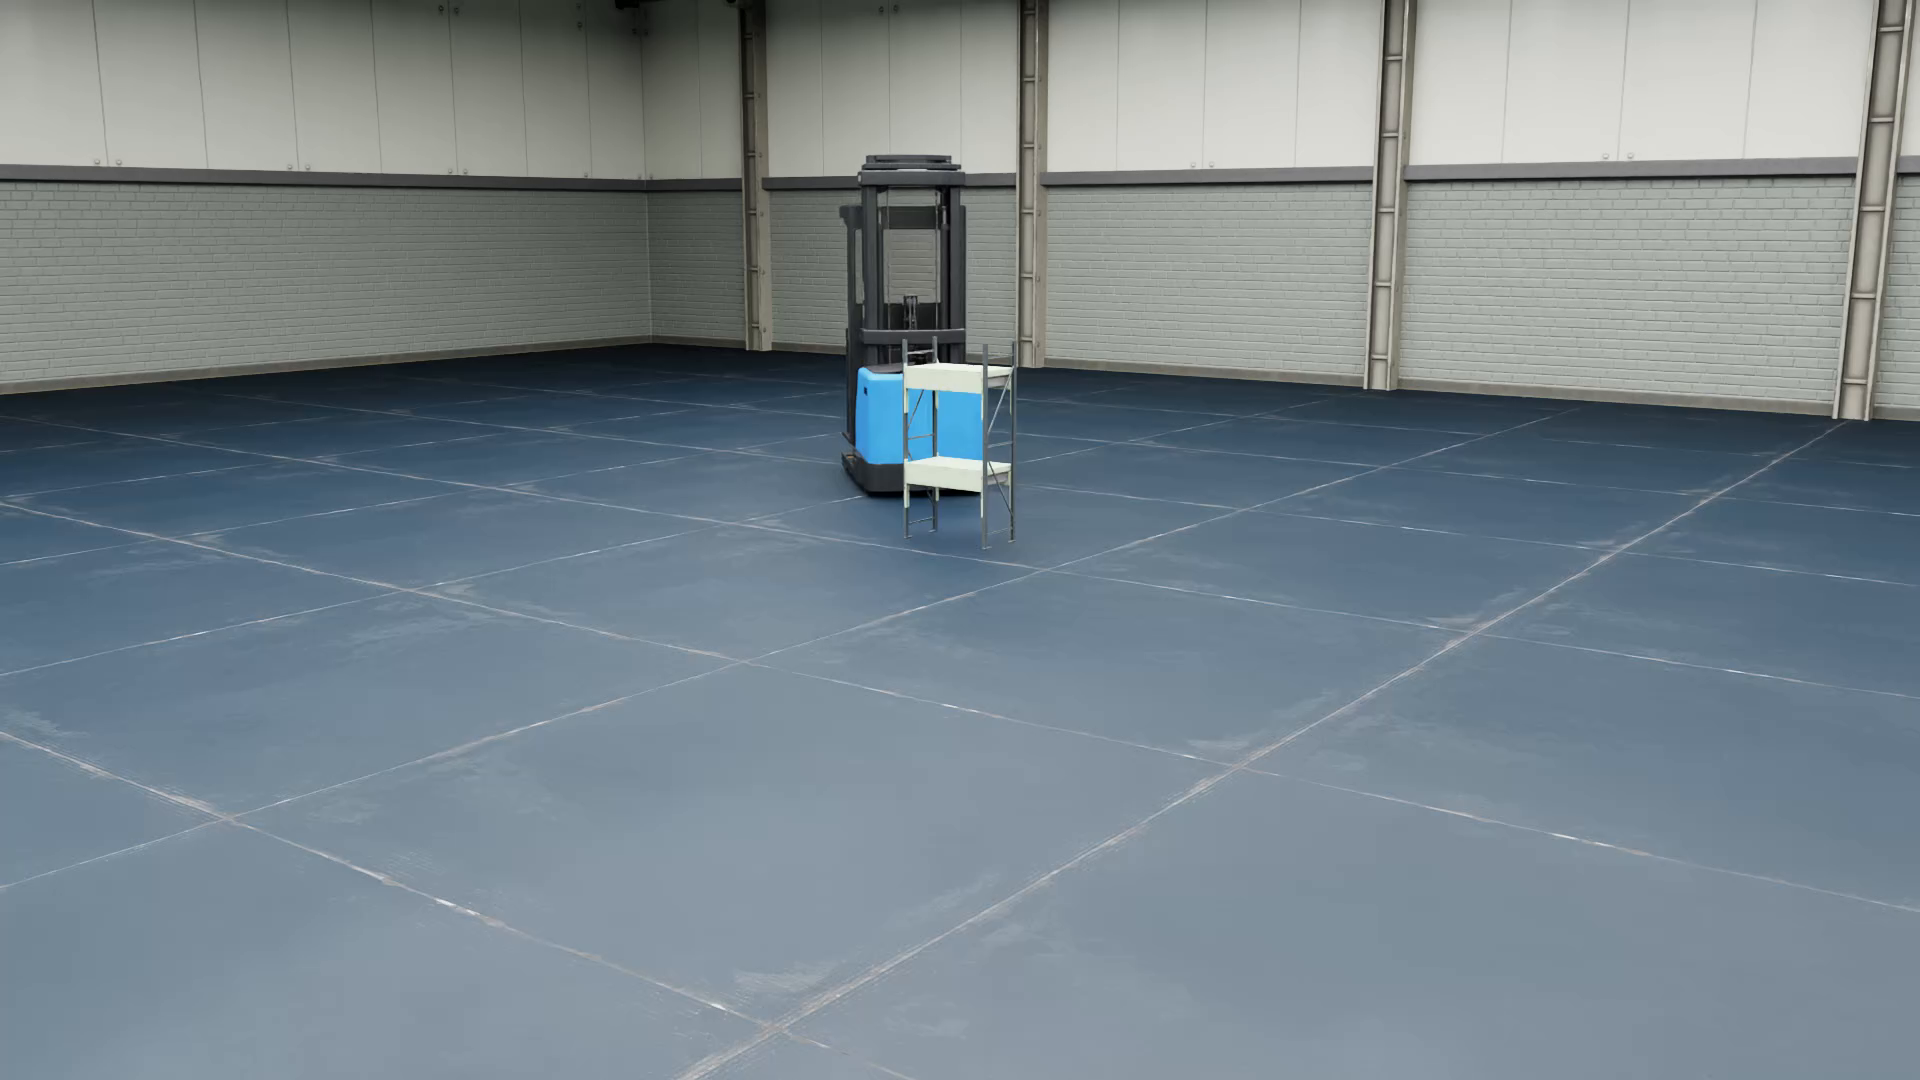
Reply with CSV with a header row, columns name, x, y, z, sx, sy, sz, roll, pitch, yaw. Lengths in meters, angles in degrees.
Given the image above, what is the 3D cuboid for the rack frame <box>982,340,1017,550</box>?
name,x,y,z,sx,sy,sz,roll,pitch,yaw
rack frame,0.290,-0.696,12.178,0.023,1.500,0.400,8,13,36

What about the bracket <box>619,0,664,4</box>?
name,x,y,z,sx,sy,sz,roll,pitch,yaw
bracket,-5.672,-9.876,30.409,3.189,0.066,0.076,8,13,36

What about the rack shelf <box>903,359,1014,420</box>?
name,x,y,z,sx,sy,sz,roll,pitch,yaw
rack shelf,-0.005,-1.120,12.317,0.720,0.370,0.431,8,13,36

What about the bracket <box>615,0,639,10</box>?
name,x,y,z,sx,sy,sz,roll,pitch,yaw
bracket,-6.148,-9.942,30.752,0.430,0.232,0.235,8,13,36

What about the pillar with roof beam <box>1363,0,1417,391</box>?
name,x,y,z,sx,sy,sz,roll,pitch,yaw
pillar with roof beam,3.430,-5.908,19.376,0.400,9.000,9.100,8,13,36

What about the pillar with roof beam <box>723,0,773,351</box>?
name,x,y,z,sx,sy,sz,roll,pitch,yaw
pillar with roof beam,-6.242,-7.257,26.350,0.548,9.000,9.100,8,13,36

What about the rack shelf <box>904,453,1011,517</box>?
name,x,y,z,sx,sy,sz,roll,pitch,yaw
rack shelf,-0.005,-0.417,12.453,0.720,0.370,0.431,8,13,36

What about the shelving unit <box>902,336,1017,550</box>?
name,x,y,z,sx,sy,sz,roll,pitch,yaw
shelving unit,-0.005,-0.737,12.391,0.755,1.500,0.431,8,13,36

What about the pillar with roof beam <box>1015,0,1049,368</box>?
name,x,y,z,sx,sy,sz,roll,pitch,yaw
pillar with roof beam,-1.406,-6.583,22.863,0.400,9.000,9.100,8,13,36

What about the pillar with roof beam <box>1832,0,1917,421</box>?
name,x,y,z,sx,sy,sz,roll,pitch,yaw
pillar with roof beam,8.266,-5.233,15.889,0.400,9.000,9.100,8,13,36

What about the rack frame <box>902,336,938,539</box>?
name,x,y,z,sx,sy,sz,roll,pitch,yaw
rack frame,-0.300,-0.778,12.604,0.023,1.500,0.400,8,13,36

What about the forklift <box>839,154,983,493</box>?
name,x,y,z,sx,sy,sz,roll,pitch,yaw
forklift,-0.530,-2.080,15.562,1.130,2.935,3.031,-2,11,-10
